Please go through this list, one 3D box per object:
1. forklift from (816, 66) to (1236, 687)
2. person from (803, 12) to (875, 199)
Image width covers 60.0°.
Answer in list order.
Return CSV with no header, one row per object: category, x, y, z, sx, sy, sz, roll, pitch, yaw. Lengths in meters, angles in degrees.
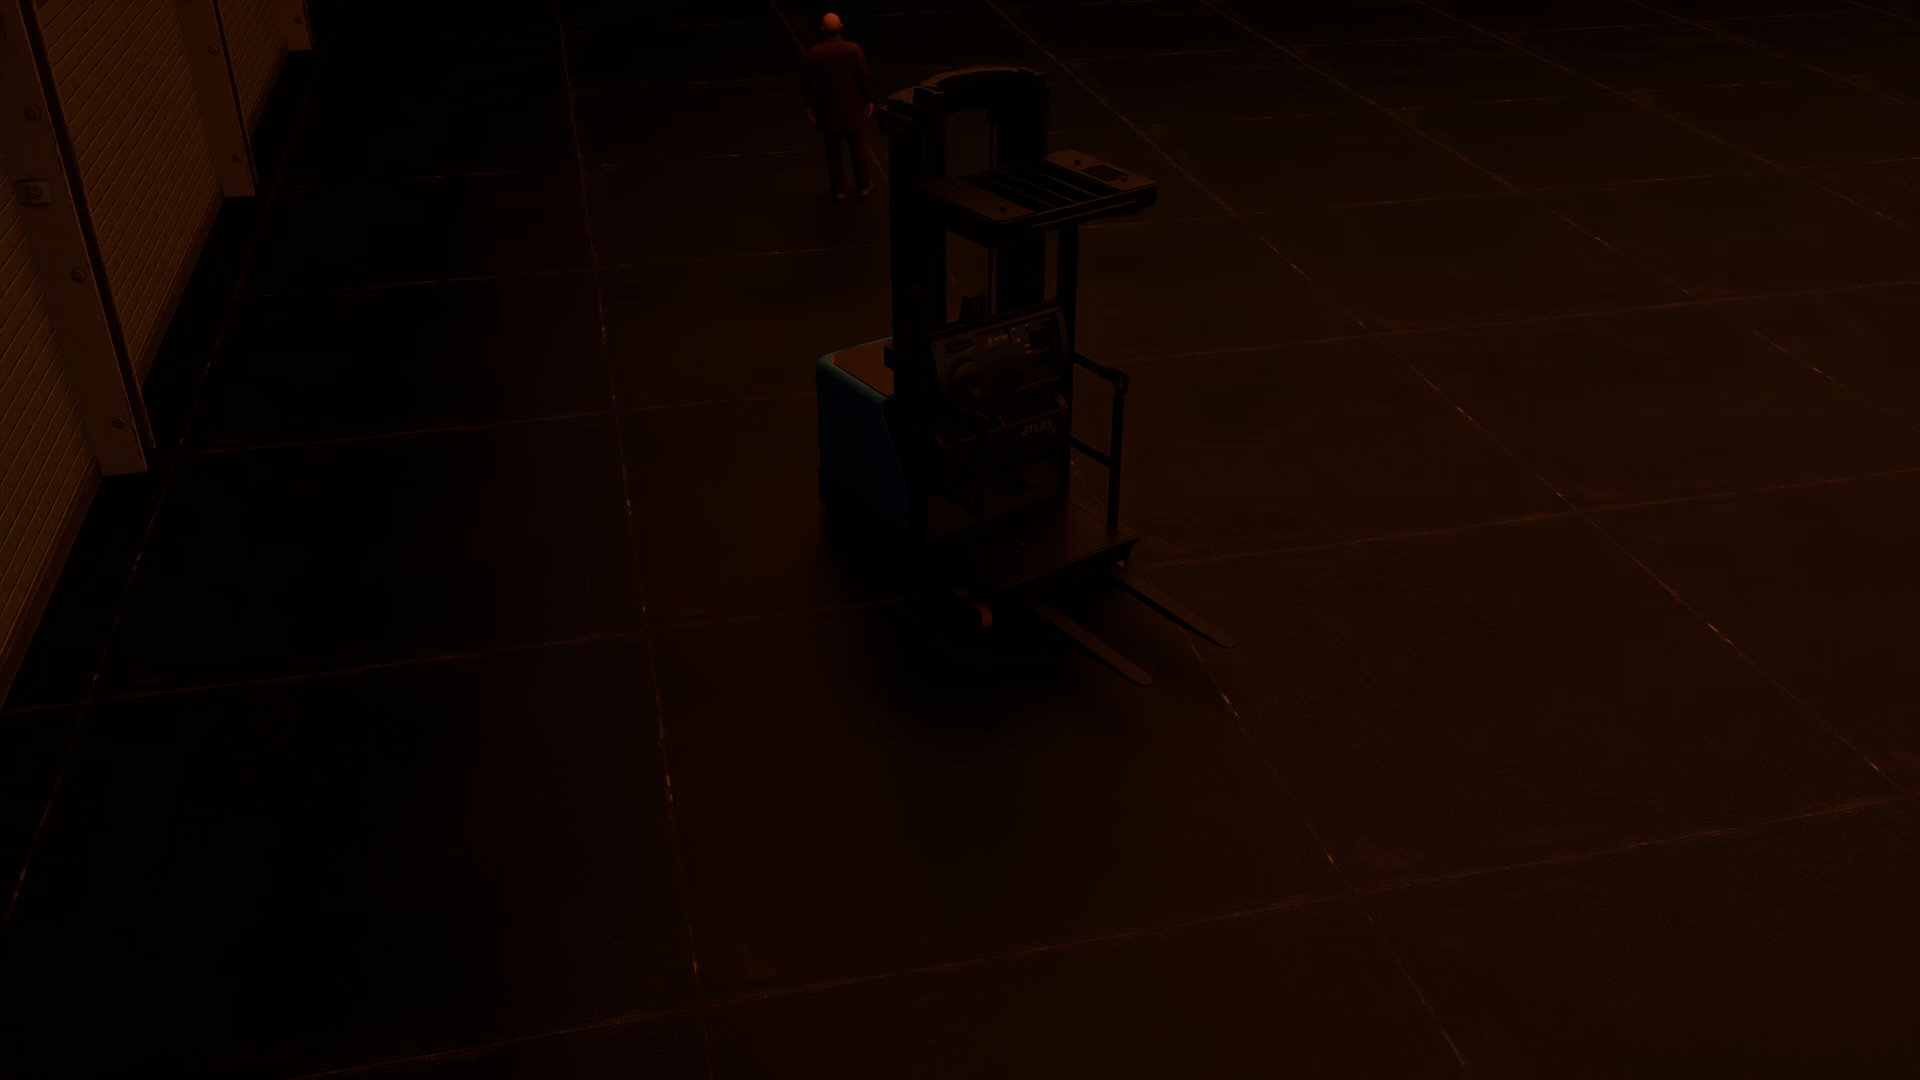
forklift,0.355,-1.021,9.338,1.130,2.935,3.031,-20,35,-30
person,-1.155,-4.168,15.919,0.692,1.781,0.567,-1,30,-1
